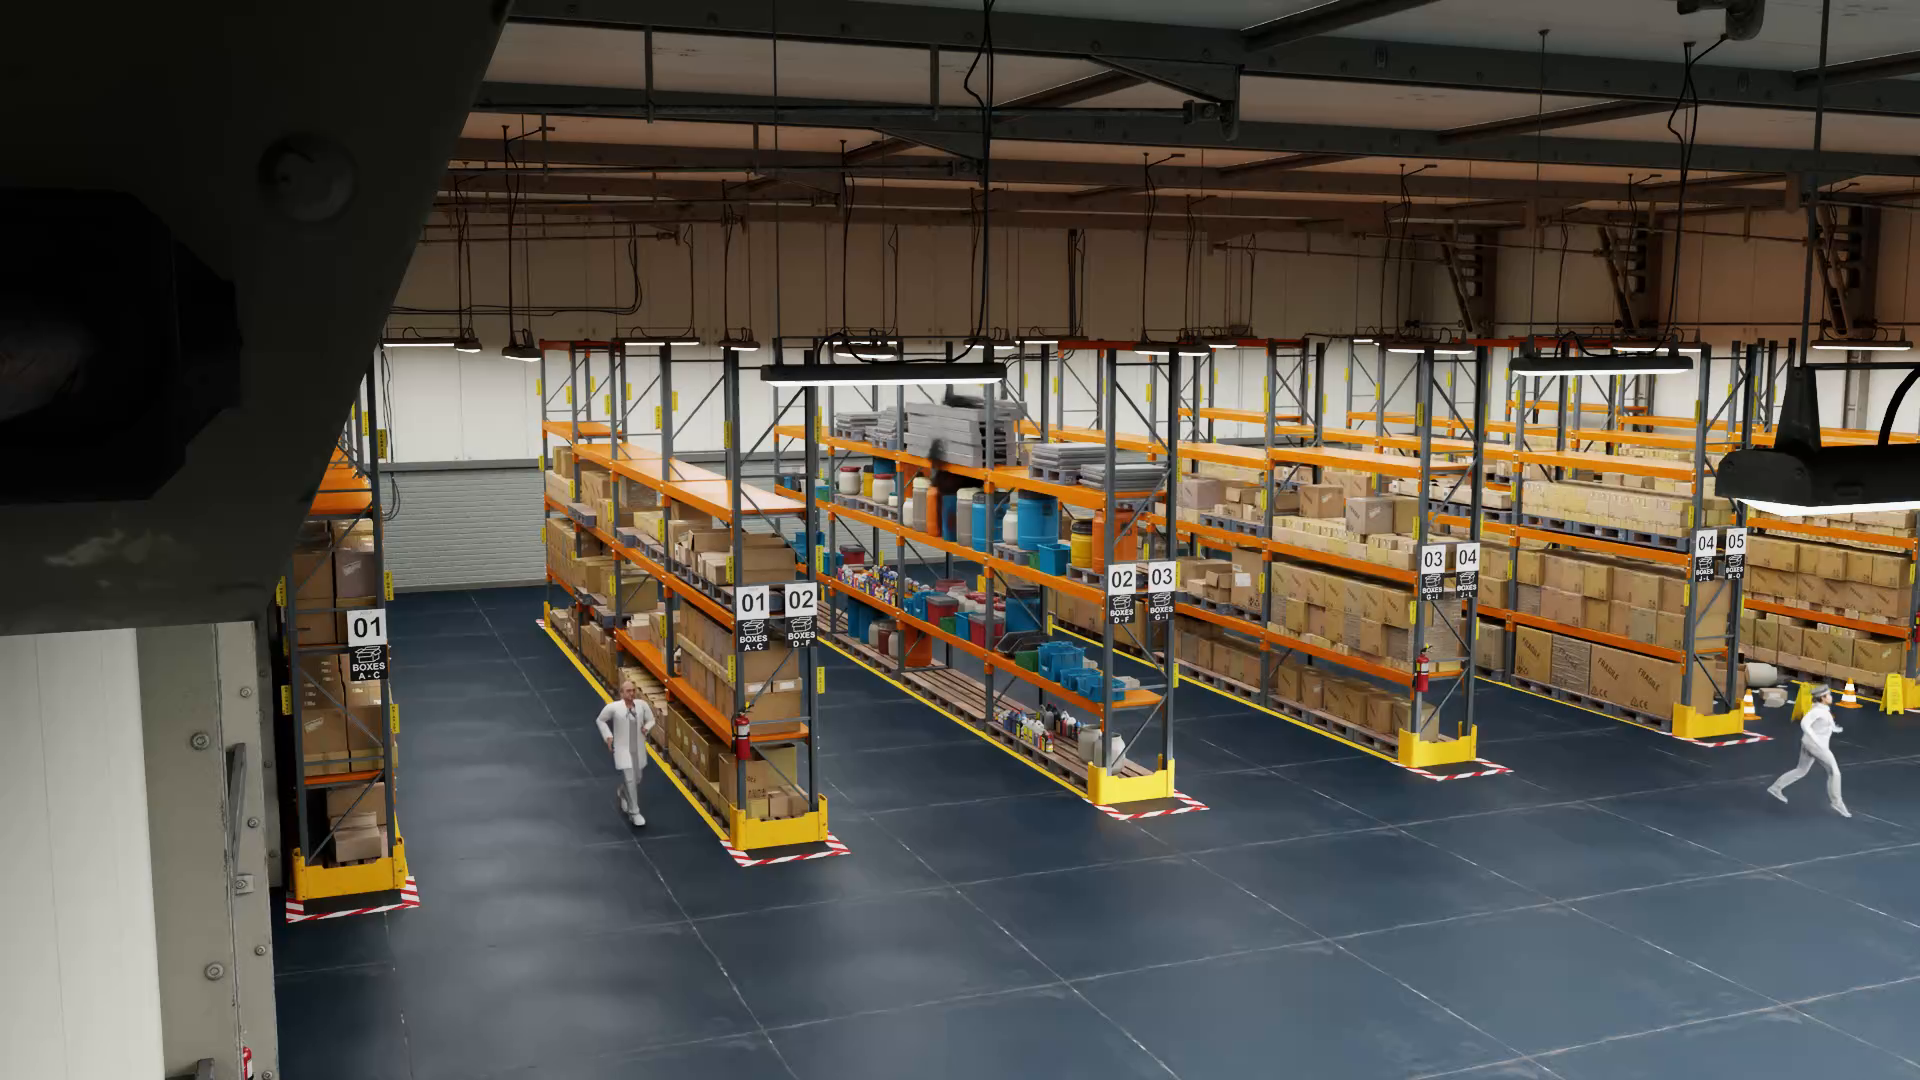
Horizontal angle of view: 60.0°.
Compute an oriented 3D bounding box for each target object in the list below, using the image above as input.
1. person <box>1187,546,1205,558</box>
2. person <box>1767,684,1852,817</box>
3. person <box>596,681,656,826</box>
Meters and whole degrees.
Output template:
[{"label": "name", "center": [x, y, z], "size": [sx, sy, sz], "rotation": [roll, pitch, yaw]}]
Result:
[{"label": "person", "center": [5.944, 0.014, 41.838], "size": [0.908, 1.809, 0.669], "rotation": [-3, 8, -19]}, {"label": "person", "center": [11.055, 2.709, 21.589], "size": [1.003, 1.734, 0.580], "rotation": [1, 8, 10]}, {"label": "person", "center": [-4.213, 2.719, 21.218], "size": [0.715, 1.677, 0.961], "rotation": [-5, 9, -35]}]
